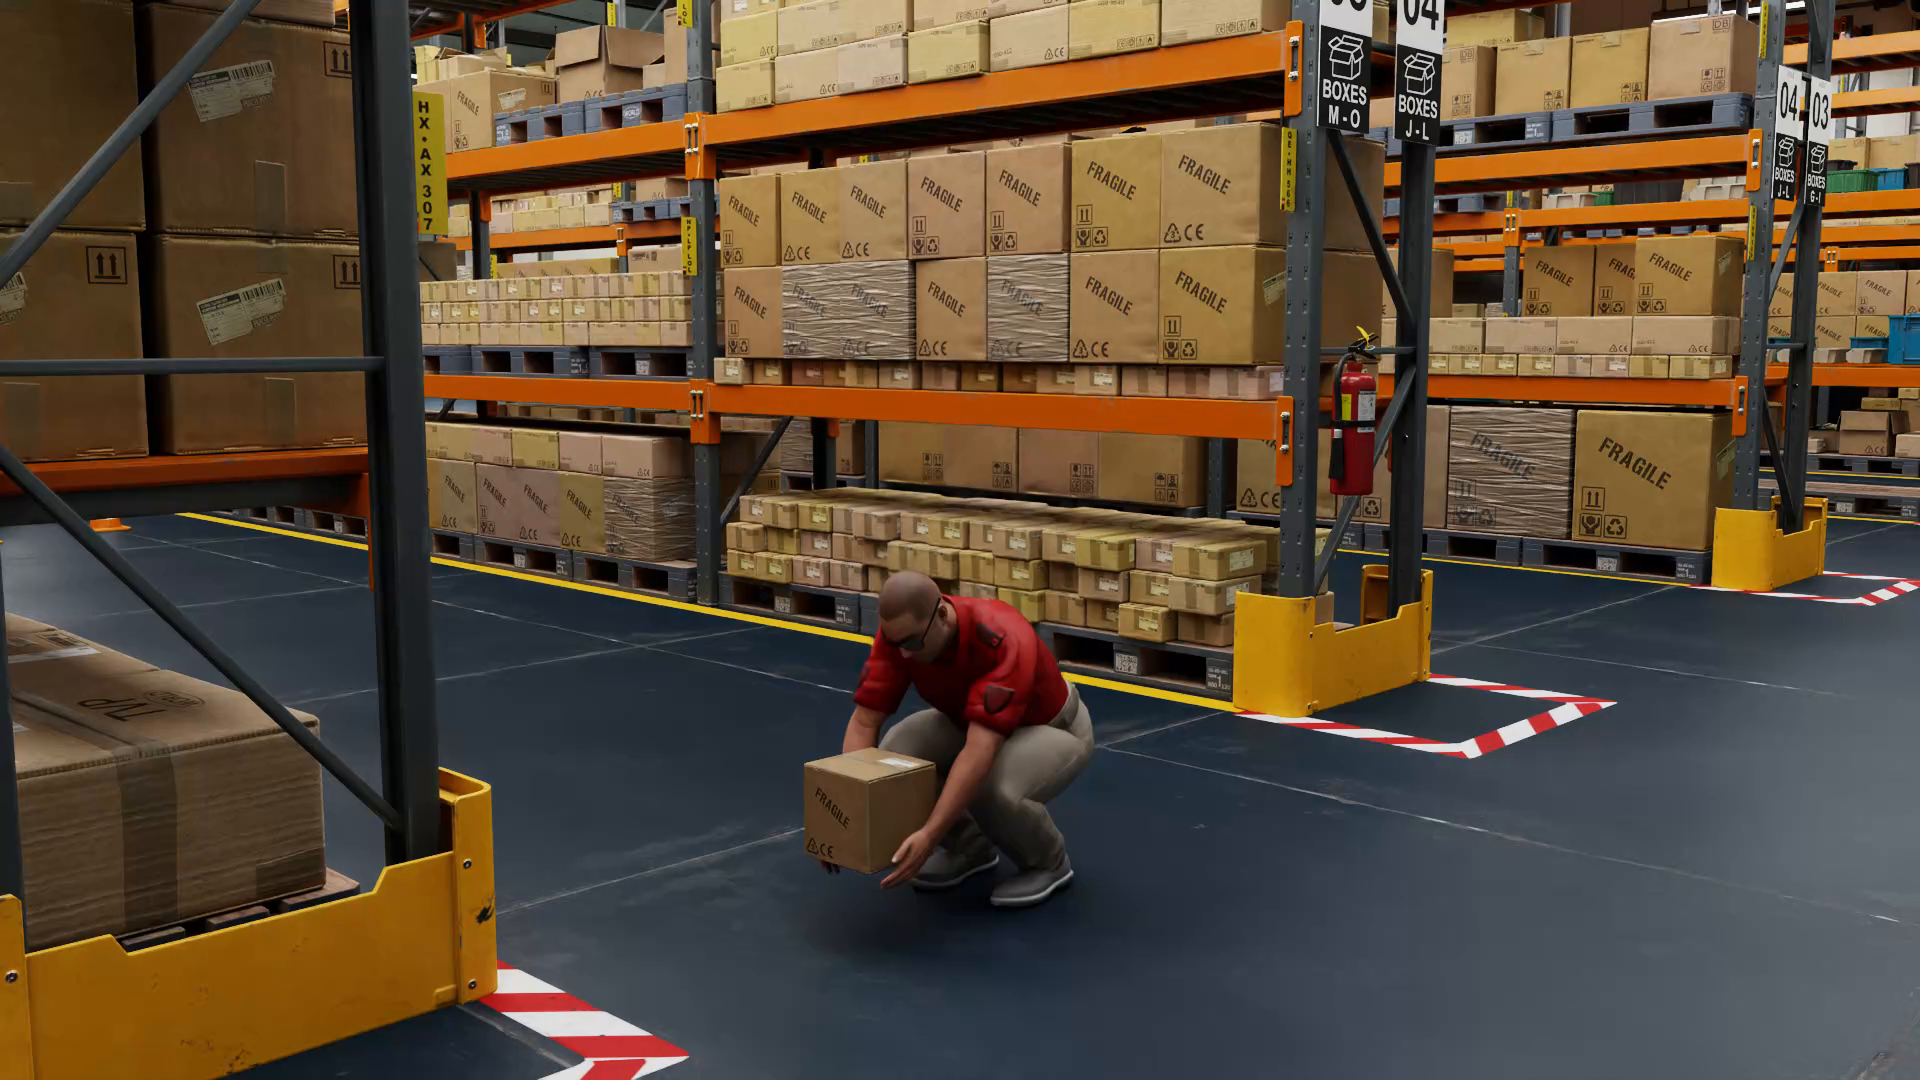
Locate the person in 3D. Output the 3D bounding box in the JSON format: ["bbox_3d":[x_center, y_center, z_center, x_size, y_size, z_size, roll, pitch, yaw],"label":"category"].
[{"bbox_3d":[0.019,0.533,4.634,0.557,0.970,0.881,7,10,43],"label":"person"}]
